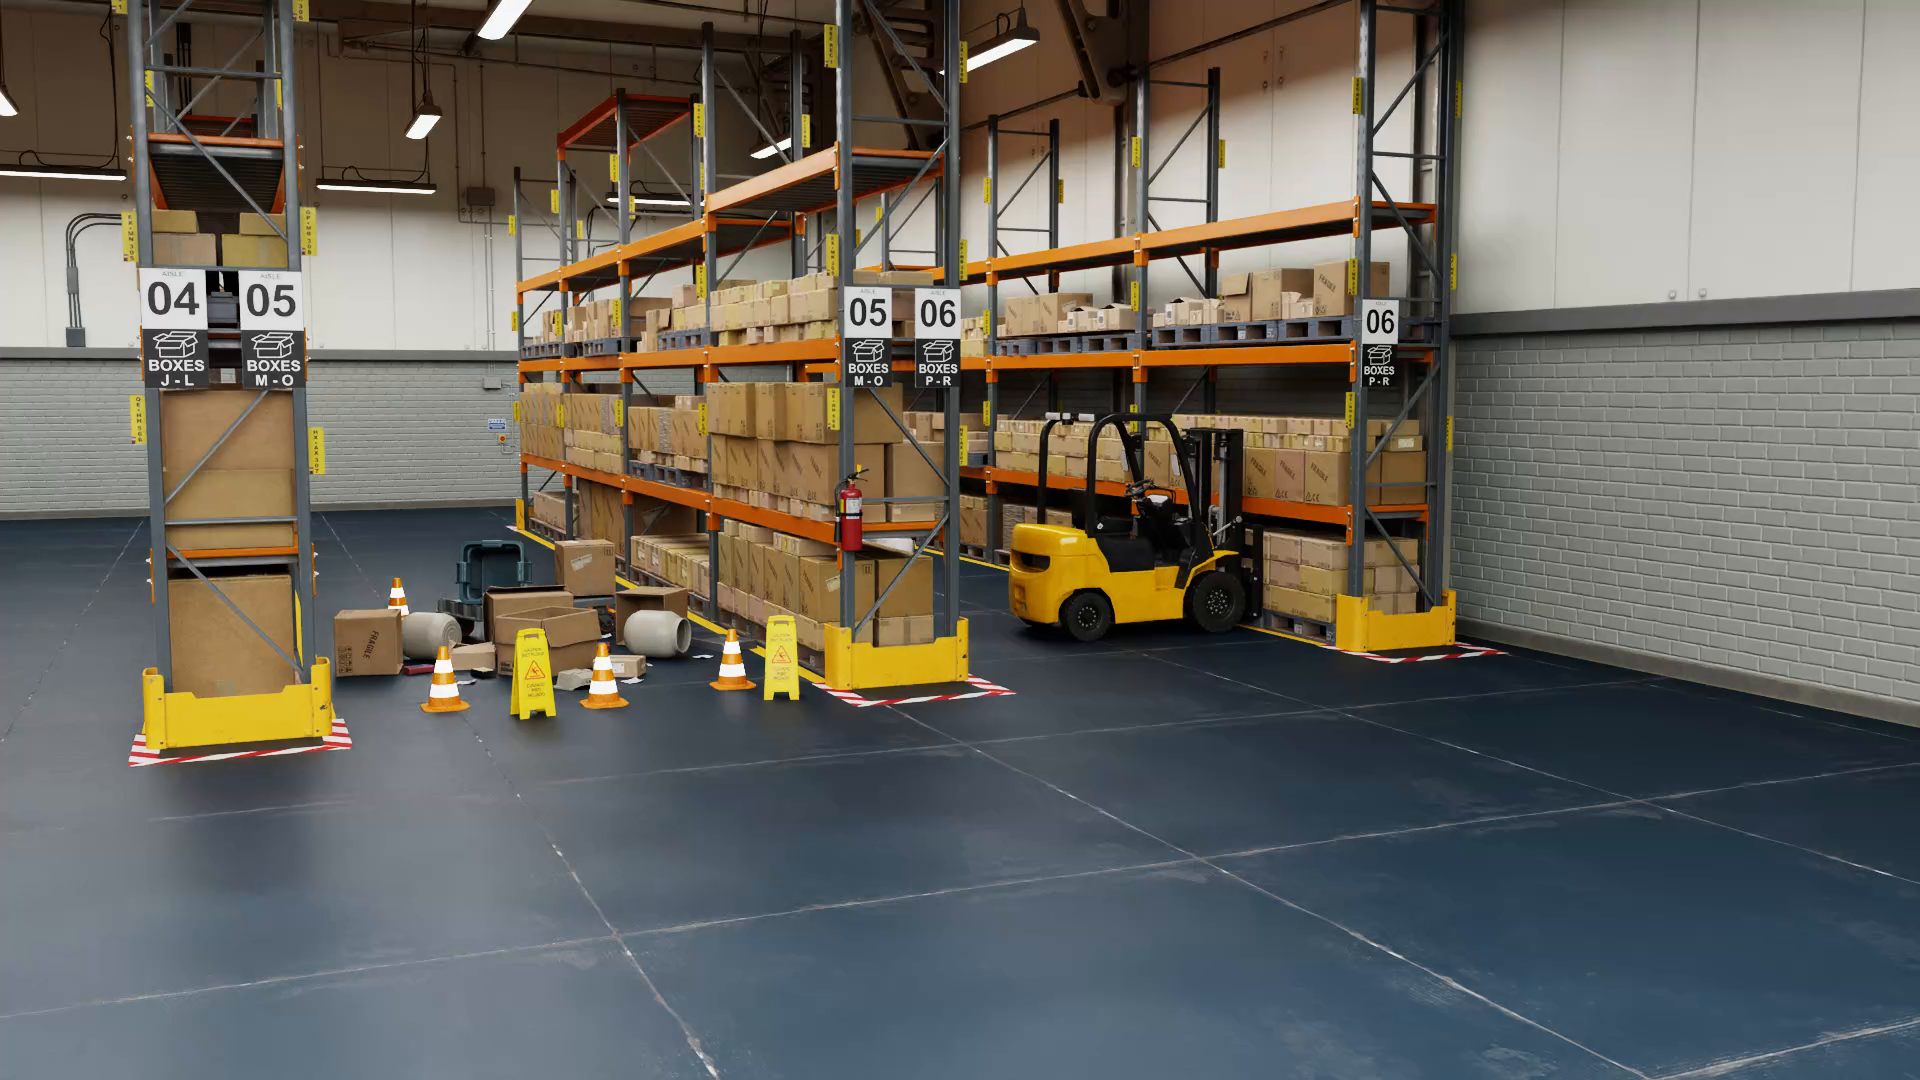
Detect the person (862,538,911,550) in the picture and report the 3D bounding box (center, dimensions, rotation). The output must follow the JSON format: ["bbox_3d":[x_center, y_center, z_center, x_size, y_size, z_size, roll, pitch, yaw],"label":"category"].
[{"bbox_3d":[-0.798,-0.114,17.895,0.622,1.759,0.462,-3,6,-28],"label":"person"}]
